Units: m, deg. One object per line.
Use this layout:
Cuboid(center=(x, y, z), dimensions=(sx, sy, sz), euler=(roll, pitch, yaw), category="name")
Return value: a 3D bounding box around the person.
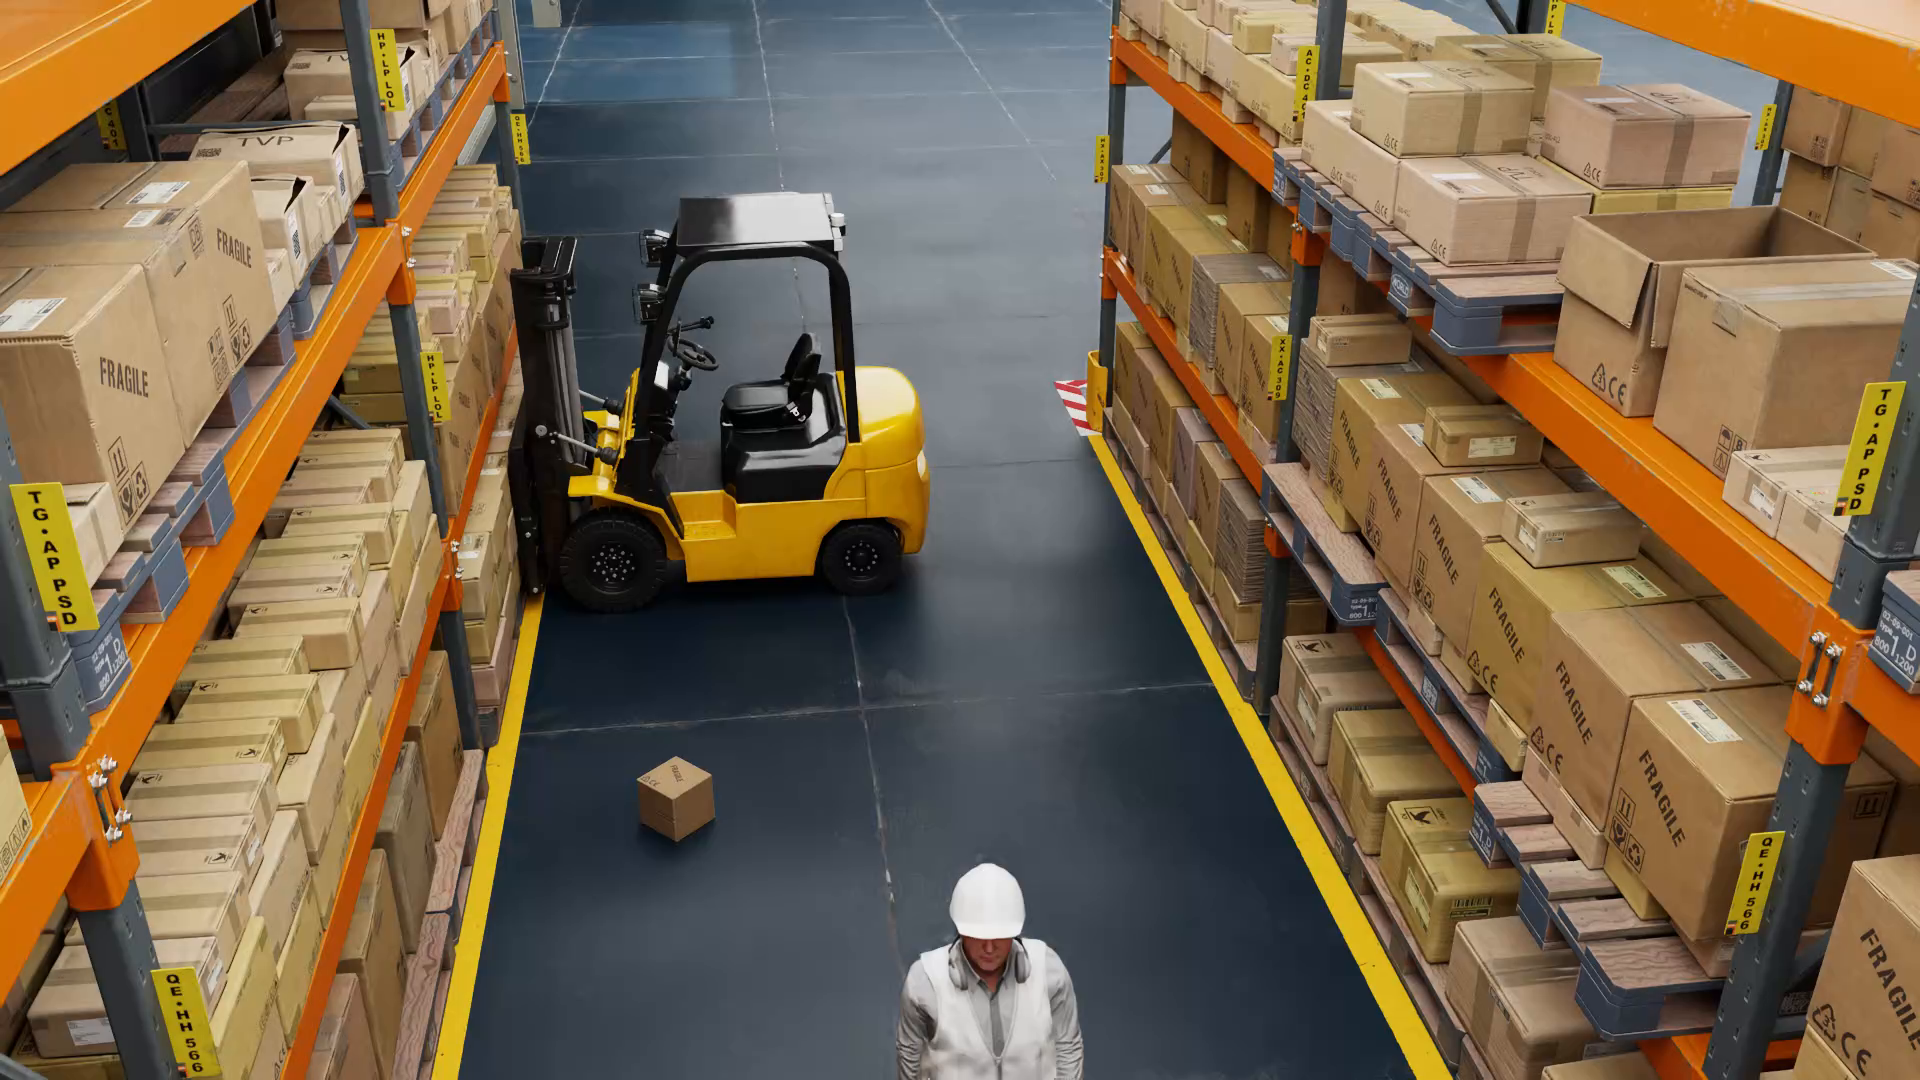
Cuboid(center=(0.121, 1.783, 5.049), dimensions=(0.549, 1.716, 1.018), euler=(-7, 28, -13), category="person")
